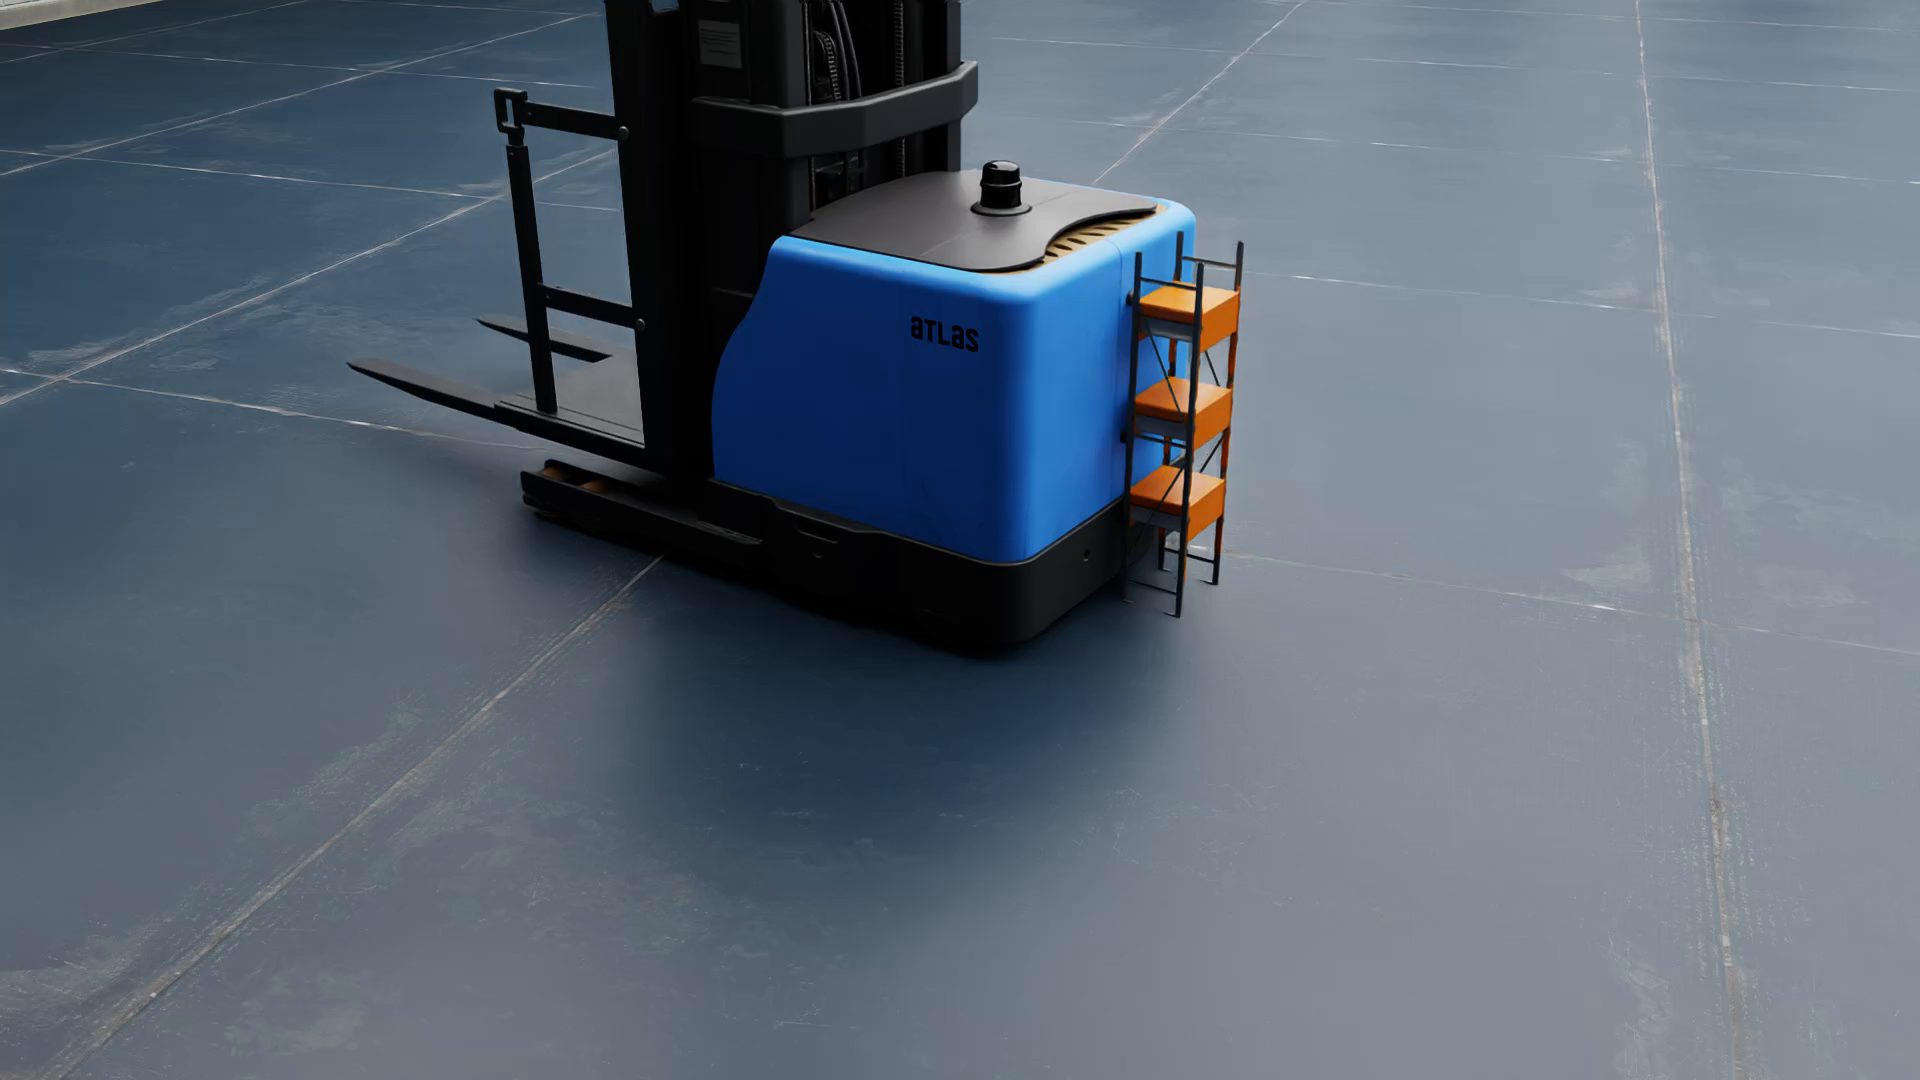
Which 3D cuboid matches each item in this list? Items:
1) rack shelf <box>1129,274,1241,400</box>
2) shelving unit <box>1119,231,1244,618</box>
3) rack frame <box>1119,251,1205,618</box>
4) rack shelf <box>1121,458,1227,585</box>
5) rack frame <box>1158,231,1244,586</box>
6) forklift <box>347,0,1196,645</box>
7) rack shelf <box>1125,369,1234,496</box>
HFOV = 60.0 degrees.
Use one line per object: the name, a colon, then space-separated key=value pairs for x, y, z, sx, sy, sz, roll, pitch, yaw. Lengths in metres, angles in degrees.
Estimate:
rack shelf: x=0.620 y=-0.562 z=4.579 sx=0.215 sy=0.259 sz=0.240 roll=16 pitch=30 yaw=30
shelving unit: x=0.620 y=-0.316 z=4.698 sx=0.215 sy=1.050 sz=0.252 roll=16 pitch=30 yaw=30
rack frame: x=0.552 y=-0.272 z=4.607 sx=0.200 sy=1.050 sz=0.008 roll=16 pitch=30 yaw=30
rack shelf: x=0.620 y=-0.056 z=4.824 sx=0.215 sy=0.259 sz=0.240 roll=16 pitch=30 yaw=30
rack frame: x=0.687 y=-0.360 z=4.790 sx=0.200 sy=1.050 sz=0.008 roll=16 pitch=30 yaw=30
forklift: x=-0.808 y=-1.515 z=5.016 sx=3.031 sy=2.935 sz=1.130 roll=17 pitch=30 yaw=31
rack shelf: x=0.620 y=-0.307 z=4.703 sx=0.215 sy=0.259 sz=0.240 roll=16 pitch=30 yaw=30
